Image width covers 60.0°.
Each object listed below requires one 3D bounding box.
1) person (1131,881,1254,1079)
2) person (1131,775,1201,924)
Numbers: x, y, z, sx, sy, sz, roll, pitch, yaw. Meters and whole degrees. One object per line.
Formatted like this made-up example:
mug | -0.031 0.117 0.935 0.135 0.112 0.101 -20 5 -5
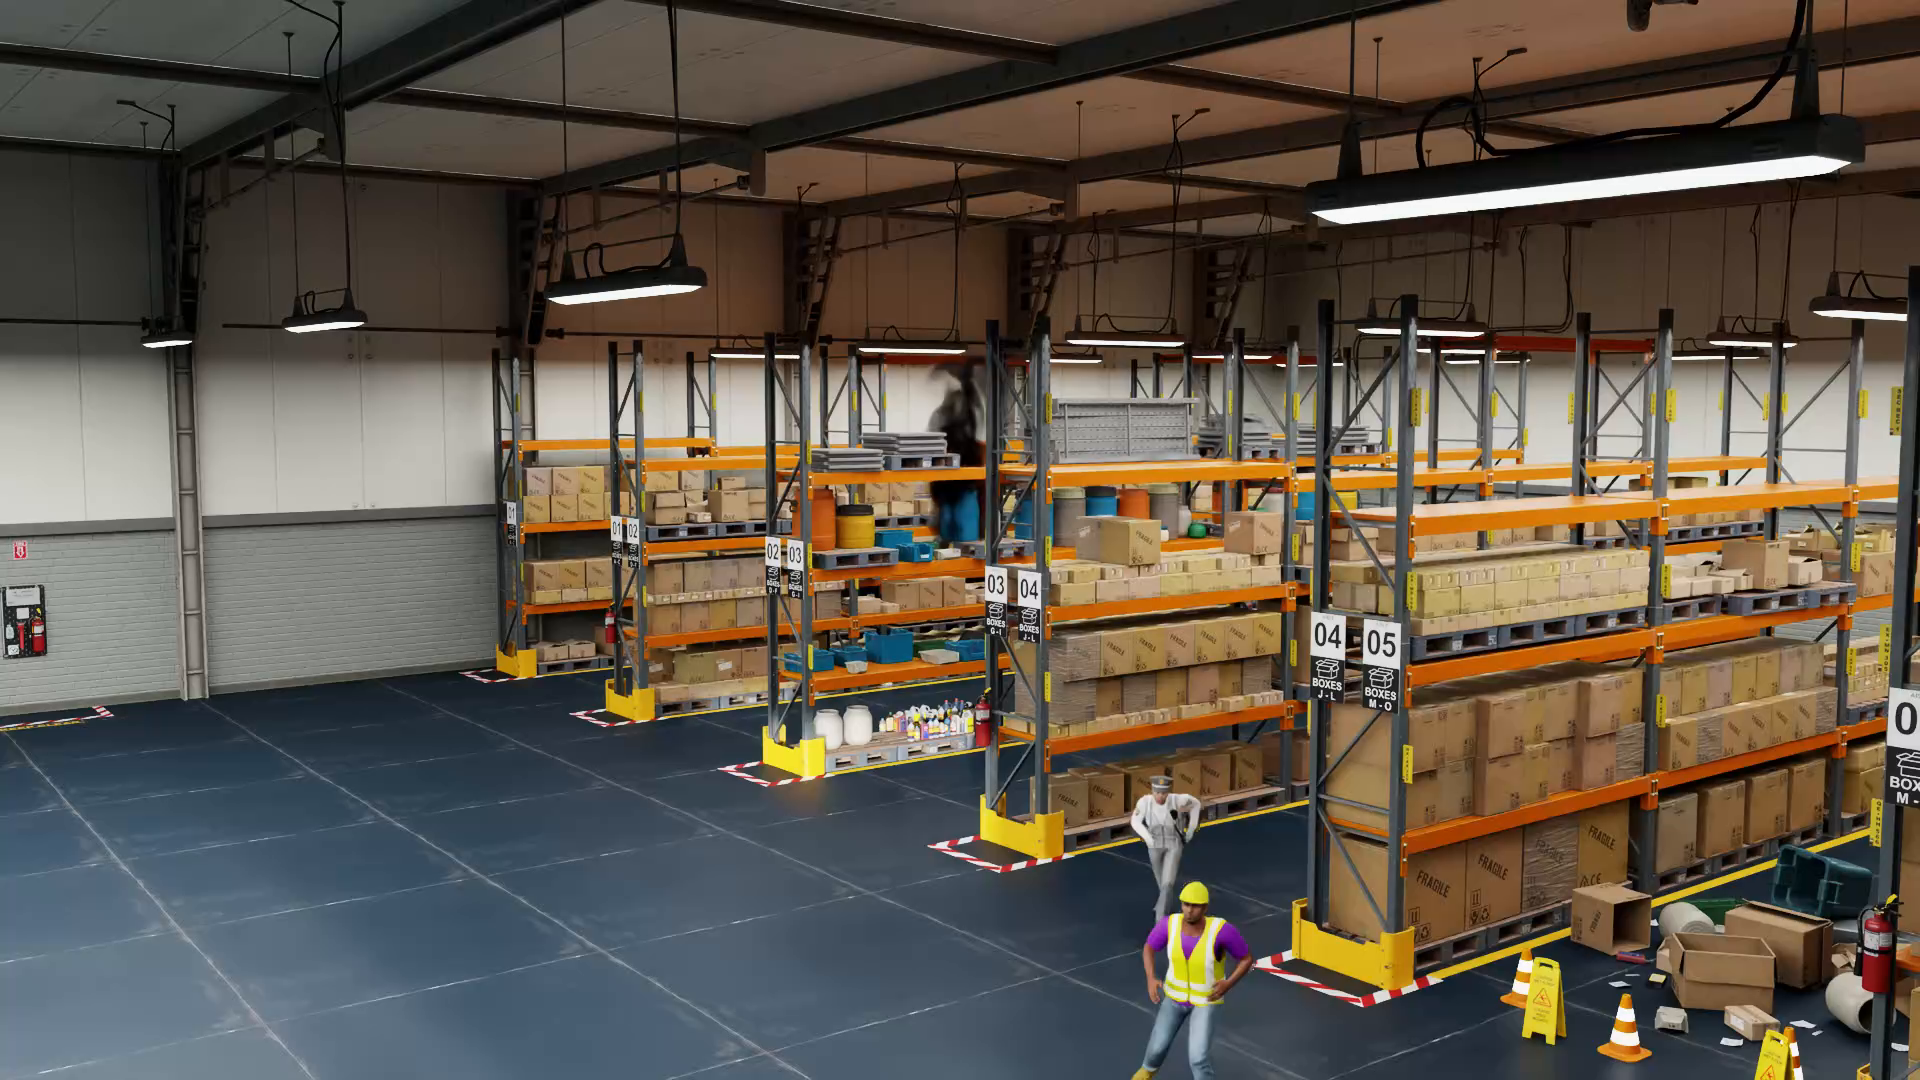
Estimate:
person | 1.617 3.279 11.853 0.915 1.761 0.744 2 5 21
person | 1.990 2.993 16.052 0.658 1.625 0.966 1 5 11
